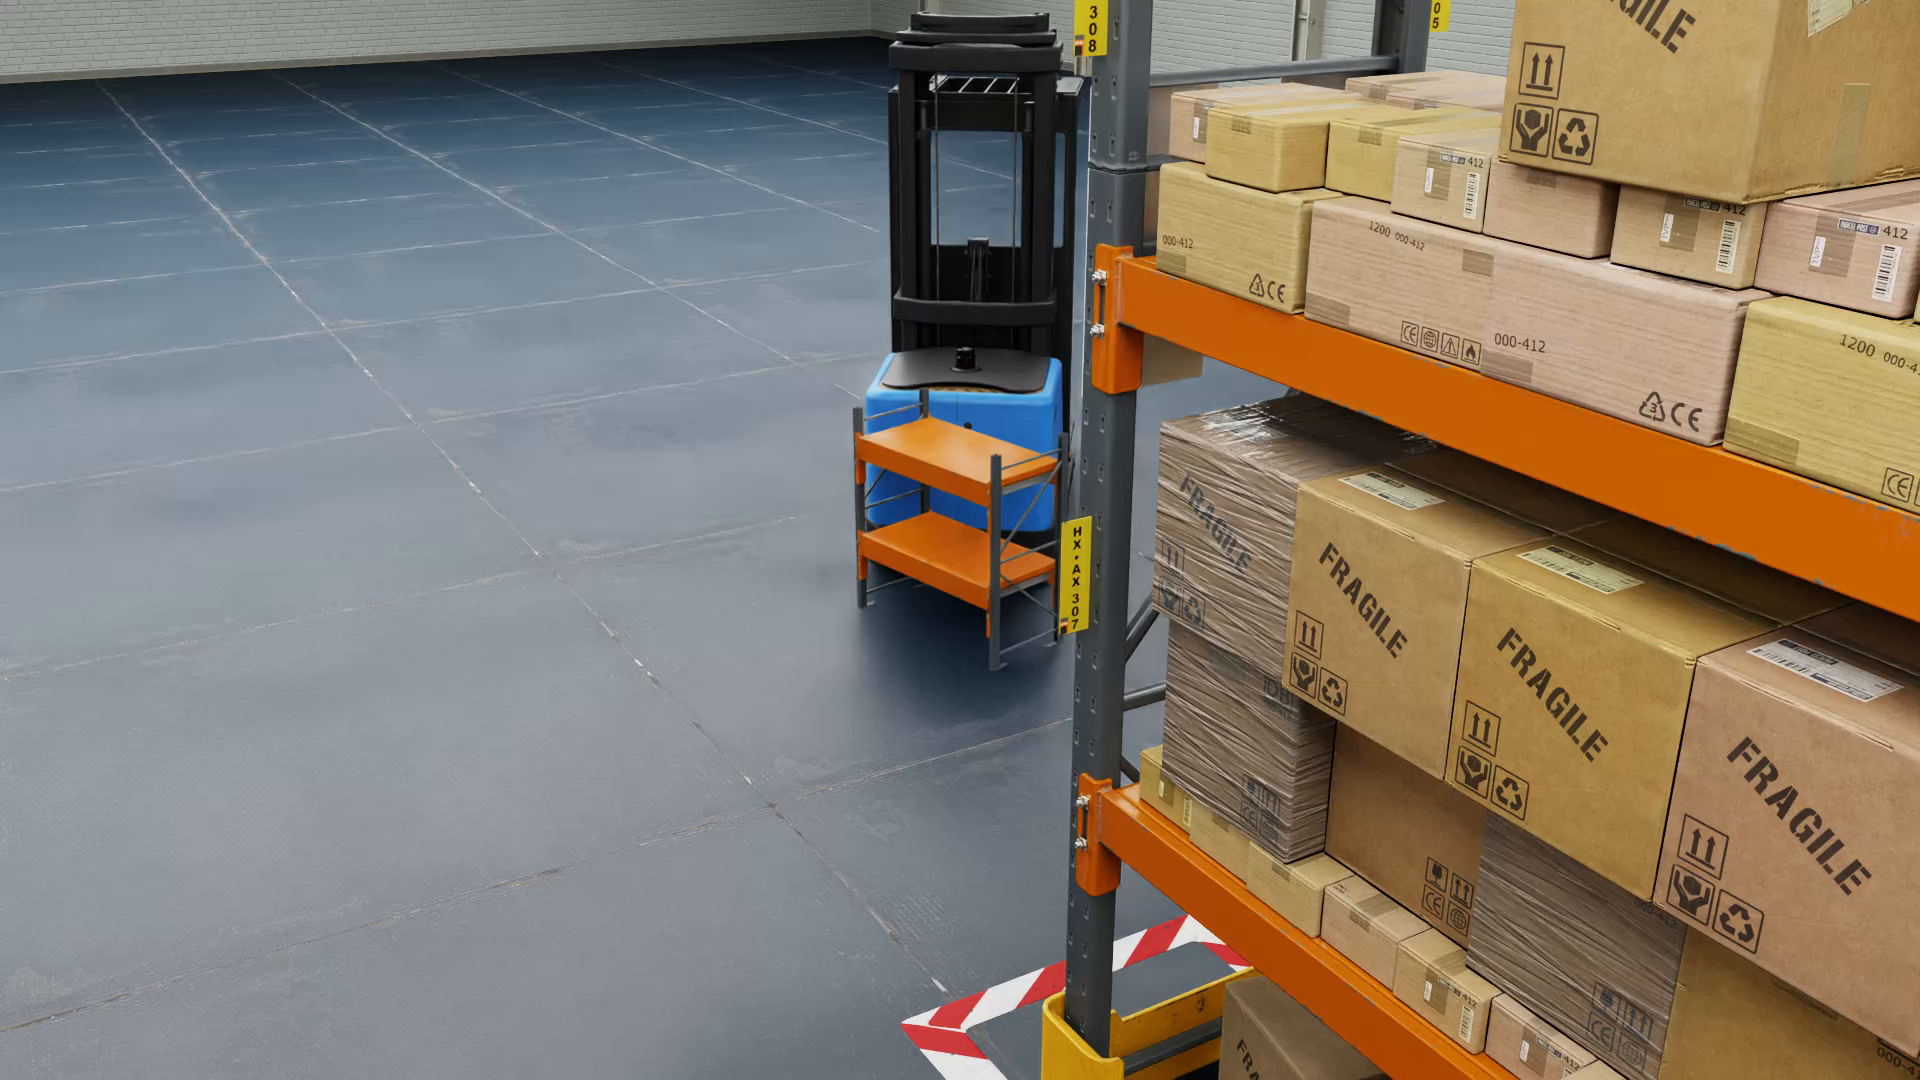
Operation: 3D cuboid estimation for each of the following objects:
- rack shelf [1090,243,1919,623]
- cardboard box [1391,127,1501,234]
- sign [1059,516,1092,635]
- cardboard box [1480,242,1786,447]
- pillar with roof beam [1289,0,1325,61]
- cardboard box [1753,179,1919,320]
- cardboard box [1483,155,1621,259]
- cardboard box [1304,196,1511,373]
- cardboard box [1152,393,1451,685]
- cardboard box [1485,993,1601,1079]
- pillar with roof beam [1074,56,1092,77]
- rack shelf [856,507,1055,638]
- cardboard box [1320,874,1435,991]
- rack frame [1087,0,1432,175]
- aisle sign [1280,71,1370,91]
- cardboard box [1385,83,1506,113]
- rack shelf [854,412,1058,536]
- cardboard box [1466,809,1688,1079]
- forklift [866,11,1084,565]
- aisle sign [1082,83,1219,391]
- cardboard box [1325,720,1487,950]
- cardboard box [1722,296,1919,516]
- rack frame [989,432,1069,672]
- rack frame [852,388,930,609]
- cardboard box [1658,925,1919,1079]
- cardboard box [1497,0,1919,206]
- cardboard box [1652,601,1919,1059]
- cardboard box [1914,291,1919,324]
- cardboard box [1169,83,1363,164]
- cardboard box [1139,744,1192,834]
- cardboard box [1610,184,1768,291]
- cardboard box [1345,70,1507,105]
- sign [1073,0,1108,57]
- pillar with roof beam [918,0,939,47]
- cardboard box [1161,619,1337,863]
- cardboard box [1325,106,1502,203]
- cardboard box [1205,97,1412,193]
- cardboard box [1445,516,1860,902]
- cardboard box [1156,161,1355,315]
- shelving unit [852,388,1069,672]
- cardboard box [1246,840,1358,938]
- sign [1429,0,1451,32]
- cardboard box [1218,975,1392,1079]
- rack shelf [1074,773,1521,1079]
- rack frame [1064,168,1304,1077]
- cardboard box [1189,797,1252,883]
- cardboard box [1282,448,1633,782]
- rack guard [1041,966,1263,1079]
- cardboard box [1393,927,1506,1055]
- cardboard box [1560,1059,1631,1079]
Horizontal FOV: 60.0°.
[{"bbox_3d":[1.799,-0.016,2.839,1.077,0.370,4.000,-13,25,-28],"label":"rack shelf"},{"bbox_3d":[1.081,-0.716,3.275,0.380,0.149,0.250,-12,25,-26],"label":"cardboard box"},{"bbox_3d":[0.311,0.096,4.441,0.100,0.325,0.005,-13,25,-28],"label":"sign"},{"bbox_3d":[1.319,-0.395,3.014,0.500,0.250,0.500,-13,25,-28],"label":"cardboard box"},{"bbox_3d":[1.758,-10.183,22.913,9.100,9.000,0.400,-13,25,-28],"label":"pillar with roof beam"},{"bbox_3d":[1.522,-0.479,2.692,0.380,0.149,0.250,-13,25,-29],"label":"cardboard box"},{"bbox_3d":[1.202,-0.636,3.079,0.380,0.149,0.250,-13,25,-28],"label":"cardboard box"},{"bbox_3d":[1.070,-0.556,3.411,0.500,0.250,0.500,-13,26,-29],"label":"cardboard box"},{"bbox_3d":[0.824,-0.024,4.031,0.500,0.500,0.500,-13,25,-28],"label":"cardboard box"},{"bbox_3d":[1.362,1.051,3.576,0.380,0.149,0.250,-13,25,-28],"label":"cardboard box"},{"bbox_3d":[-1.307,-12.125,27.692,9.100,9.000,0.400,-13,25,-28],"label":"pillar with roof beam"},{"bbox_3d":[-0.010,0.149,8.600,0.538,0.278,1.000,-19,29,-39],"label":"rack shelf"},{"bbox_3d":[1.089,0.893,3.965,0.380,0.149,0.250,-13,25,-28],"label":"cardboard box"},{"bbox_3d":[0.777,-2.386,3.731,1.000,3.000,0.127,-13,25,-28],"label":"rack frame"},{"bbox_3d":[1.003,-0.889,4.563,0.394,0.787,0.004,-13,25,-28],"label":"aisle sign"},{"bbox_3d":[1.219,-0.975,3.913,0.380,0.149,0.250,-14,26,-30],"label":"cardboard box"},{"bbox_3d":[-0.010,-0.349,8.398,0.538,0.278,1.000,-19,29,-39],"label":"rack shelf"},{"bbox_3d":[1.611,0.701,3.575,0.875,0.500,0.500,-13,25,-28],"label":"cardboard box"},{"bbox_3d":[0.160,-1.697,10.094,1.130,2.935,3.031,3,22,6],"label":"forklift"},{"bbox_3d":[0.488,-0.774,4.279,0.394,0.787,0.004,-13,25,-28],"label":"aisle sign"},{"bbox_3d":[1.393,0.531,3.994,0.875,0.500,0.500,-13,25,-28],"label":"cardboard box"},{"bbox_3d":[1.590,-0.227,2.602,0.500,0.250,0.500,-12,25,-27],"label":"cardboard box"},{"bbox_3d":[0.337,0.063,8.164,0.500,1.125,0.032,-19,29,-39],"label":"rack frame"},{"bbox_3d":[-0.357,-0.217,8.852,0.500,1.125,0.032,-19,29,-39],"label":"rack frame"},{"bbox_3d":[1.857,0.865,3.171,0.875,0.500,0.500,-13,25,-28],"label":"cardboard box"},{"bbox_3d":[1.303,-0.880,2.817,0.500,0.500,0.500,-13,25,-28],"label":"cardboard box"},{"bbox_3d":[1.590,0.462,2.836,0.500,0.500,0.500,-13,25,-28],"label":"cardboard box"},{"bbox_3d":[1.666,-0.396,2.489,0.380,0.149,0.250,-14,26,-30],"label":"cardboard box"},{"bbox_3d":[0.719,-0.978,3.921,0.380,0.149,0.250,-13,25,-29],"label":"cardboard box"},{"bbox_3d":[0.718,0.648,4.568,0.380,0.149,0.250,-13,25,-28],"label":"cardboard box"},{"bbox_3d":[1.354,-0.551,2.869,0.380,0.149,0.250,-14,26,-31],"label":"cardboard box"},{"bbox_3d":[1.187,-1.082,4.176,0.380,0.149,0.250,-13,25,-28],"label":"cardboard box"},{"bbox_3d":[0.311,-1.297,3.875,0.100,0.325,0.005,-13,25,-28],"label":"sign"},{"bbox_3d":[-4.372,-14.067,32.470,9.100,9.000,0.400,-13,25,-28],"label":"pillar with roof beam"},{"bbox_3d":[1.035,0.392,4.335,0.875,0.500,0.500,-13,25,-28],"label":"cardboard box"},{"bbox_3d":[1.003,-0.818,3.526,0.380,0.149,0.250,-13,26,-29],"label":"cardboard box"},{"bbox_3d":[0.768,-0.876,3.668,0.380,0.149,0.250,-12,25,-27],"label":"cardboard box"},{"bbox_3d":[1.330,0.301,3.232,0.500,0.500,0.500,-13,25,-28],"label":"cardboard box"},{"bbox_3d":[0.801,-0.721,3.818,0.500,0.250,0.500,-12,25,-27],"label":"cardboard box"},{"bbox_3d":[-0.010,-0.077,8.508,0.538,1.125,1.048,-19,29,-39],"label":"shelving unit"},{"bbox_3d":[0.944,0.816,4.154,0.380,0.149,0.250,-13,25,-28],"label":"cardboard box"},{"bbox_3d":[1.265,-1.507,4.376,0.100,0.325,0.005,-13,25,-28],"label":"sign"},{"bbox_3d":[1.082,1.562,4.747,0.500,0.500,0.500,-8,23,-18],"label":"cardboard box"},{"bbox_3d":[1.799,1.374,3.404,1.077,0.370,4.000,-13,25,-28],"label":"rack shelf"},{"bbox_3d":[0.777,0.393,4.861,1.000,3.000,0.127,-13,25,-28],"label":"rack frame"},{"bbox_3d":[0.829,0.732,4.360,0.380,0.149,0.250,-13,25,-28],"label":"cardboard box"},{"bbox_3d":[1.073,0.139,3.629,0.500,0.500,0.500,-13,25,-28],"label":"cardboard box"},{"bbox_3d":[0.816,1.576,5.271,1.175,0.500,0.348,-13,25,-28],"label":"rack guard"},{"bbox_3d":[1.211,0.975,3.762,0.380,0.149,0.250,-13,25,-28],"label":"cardboard box"},{"bbox_3d":[1.401,1.152,3.328,0.380,0.149,0.250,-13,25,-28],"label":"cardboard box"}]
